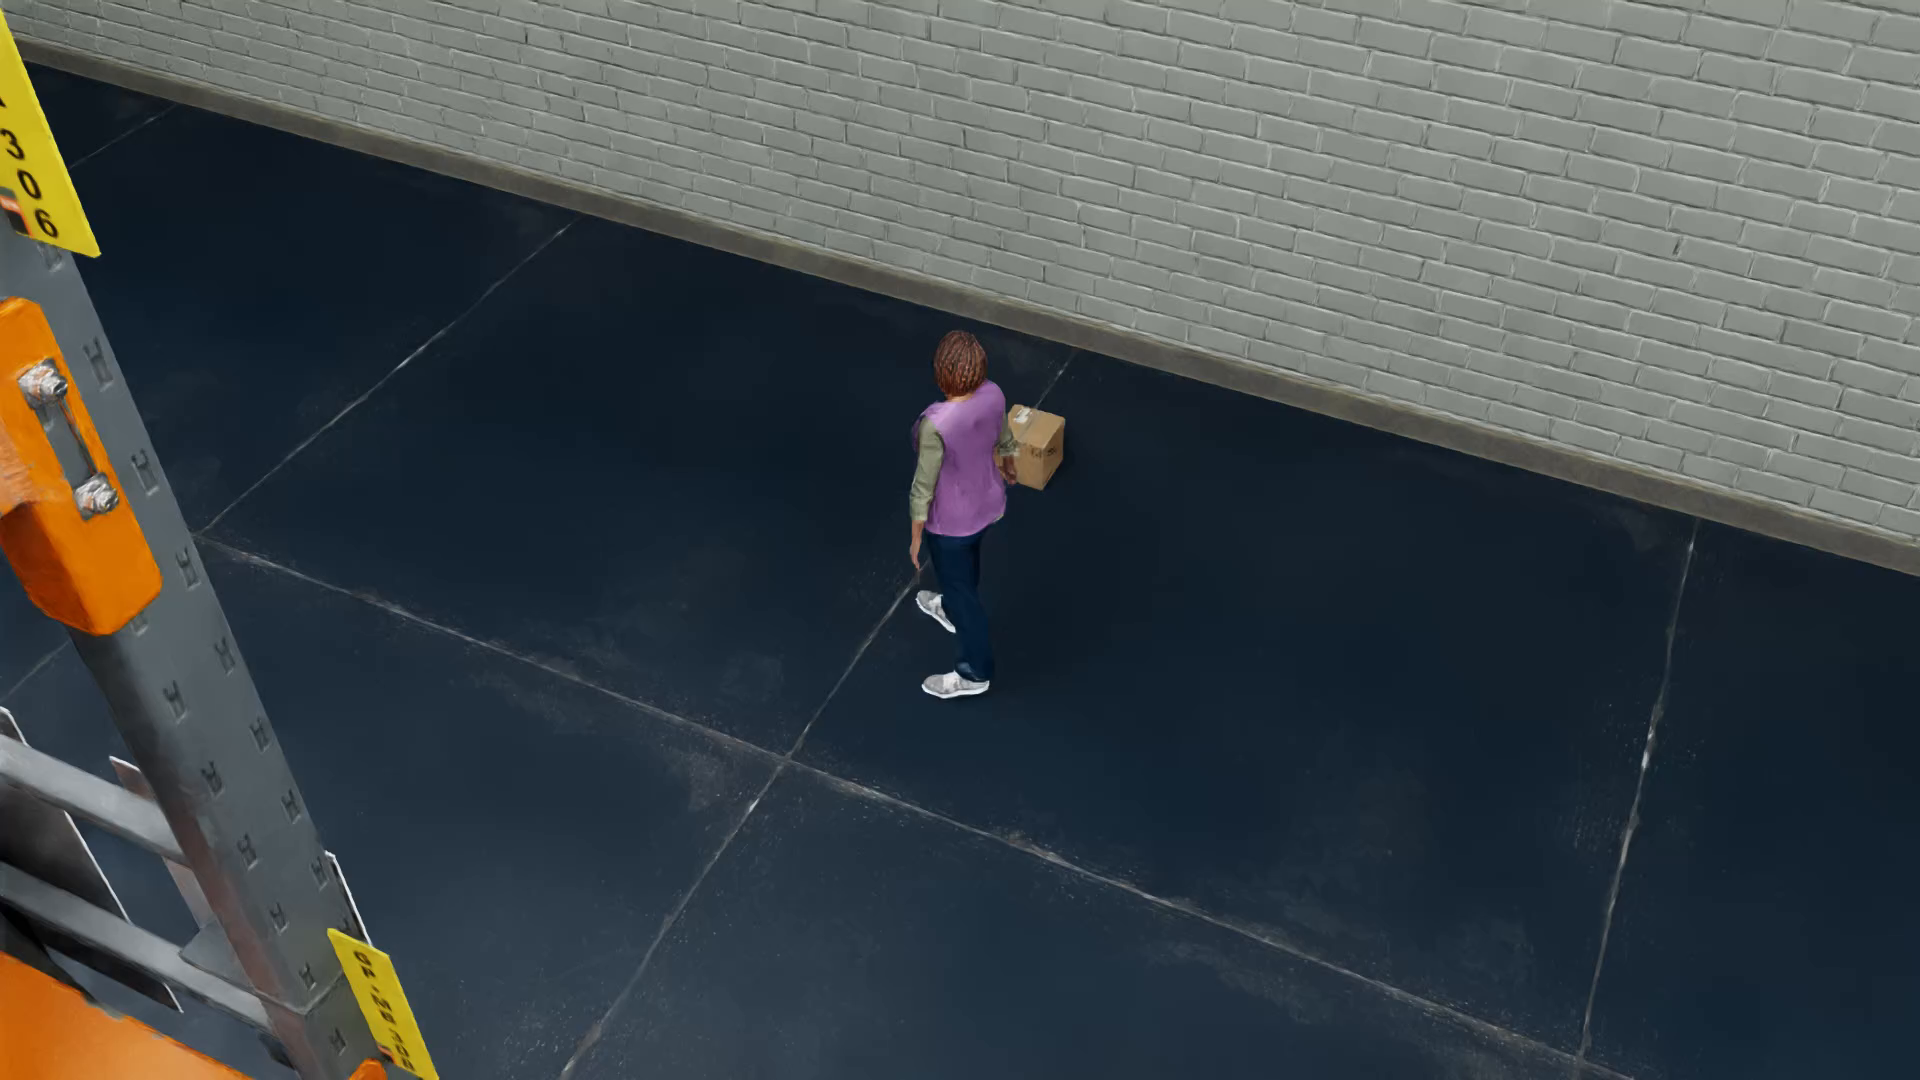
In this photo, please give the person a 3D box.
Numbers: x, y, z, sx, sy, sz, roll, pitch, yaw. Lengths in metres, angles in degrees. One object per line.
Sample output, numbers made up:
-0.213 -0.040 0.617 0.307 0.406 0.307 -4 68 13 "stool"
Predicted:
-0.018 -0.152 6.305 0.572 1.591 0.604 31 51 29 "person"
